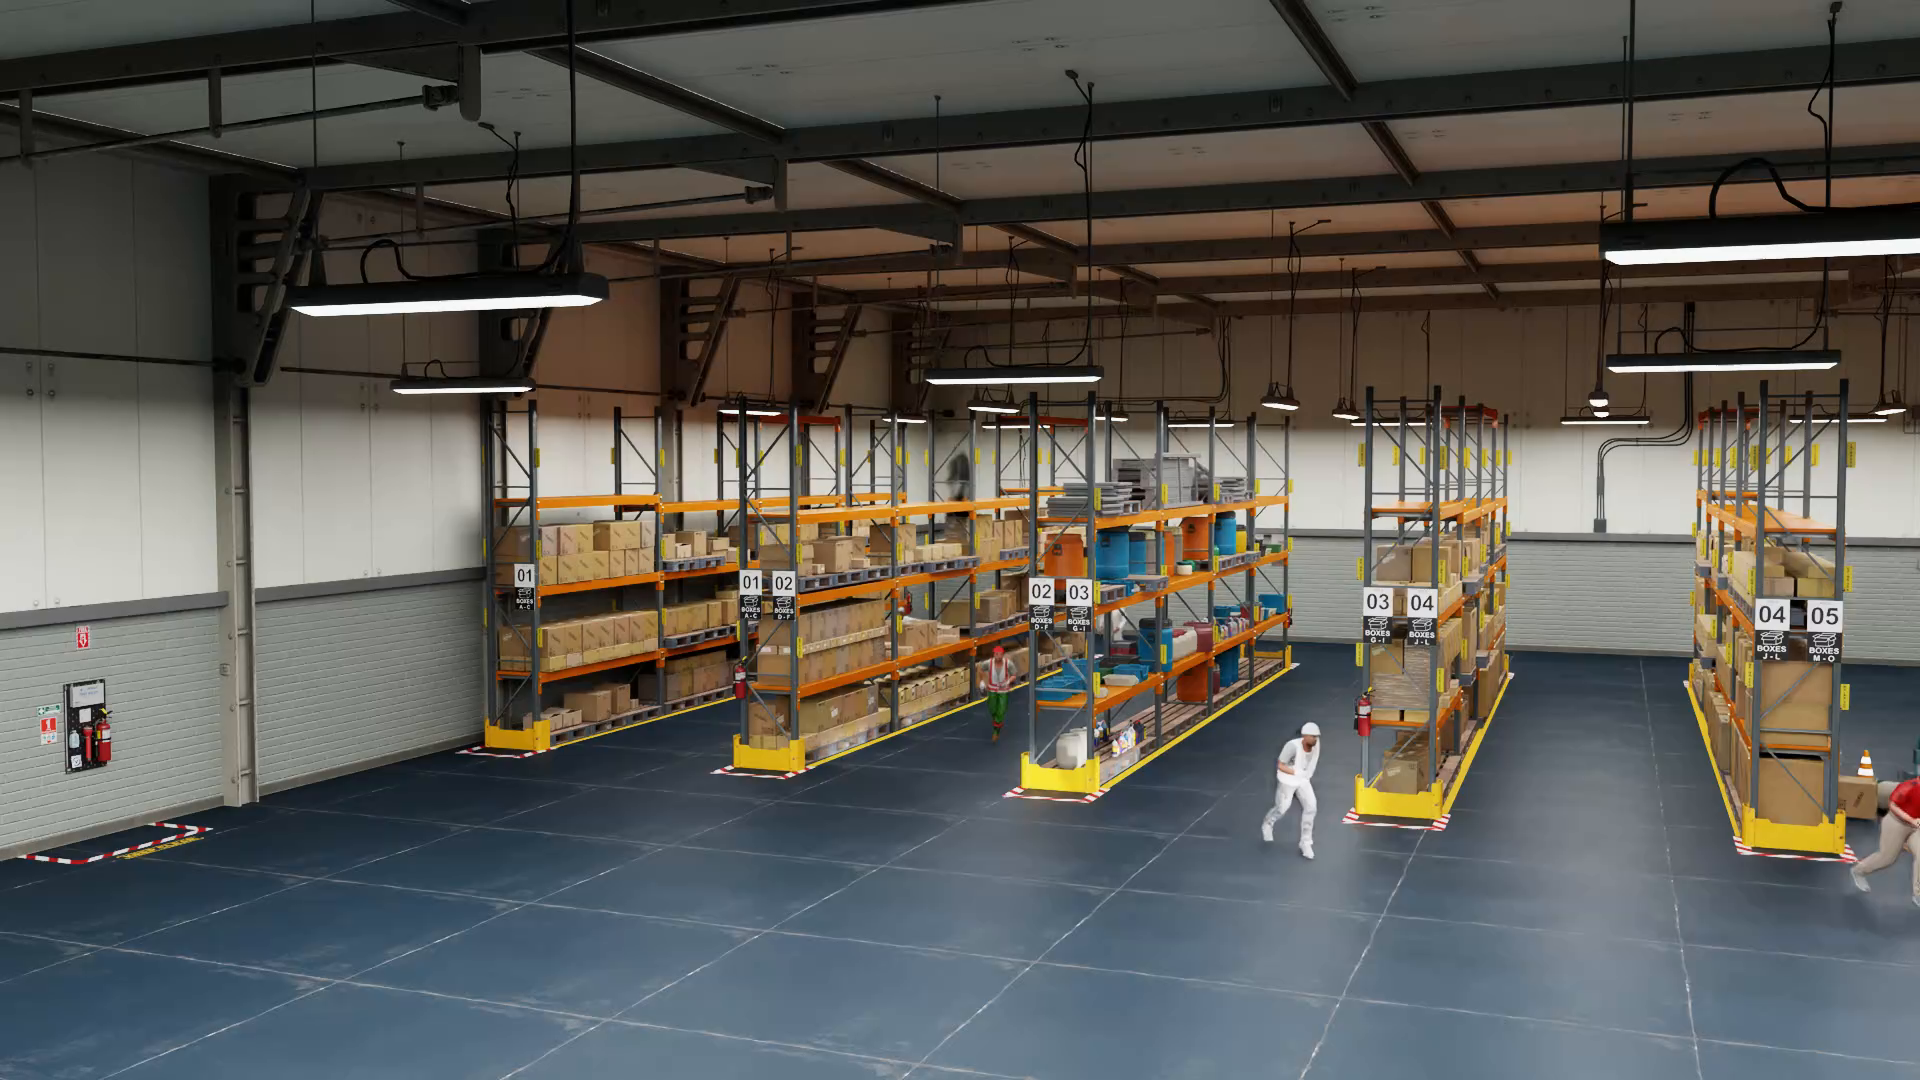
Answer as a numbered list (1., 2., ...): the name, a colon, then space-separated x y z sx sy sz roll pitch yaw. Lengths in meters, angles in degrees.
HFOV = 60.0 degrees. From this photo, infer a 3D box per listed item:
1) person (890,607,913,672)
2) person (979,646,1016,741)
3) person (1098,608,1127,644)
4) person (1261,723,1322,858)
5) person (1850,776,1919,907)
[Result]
1. person: -1.297 2.341 37.364 0.627 1.703 0.936 0 3 10
2. person: 0.671 2.708 29.458 0.652 1.707 0.744 0 3 -2
3. person: 3.558 2.222 38.843 0.709 1.777 1.169 1 3 14
4. person: 4.226 3.138 21.178 0.728 1.731 1.039 -2 3 -30
5. person: 10.528 3.282 18.696 0.703 1.694 1.019 -2 3 -28
